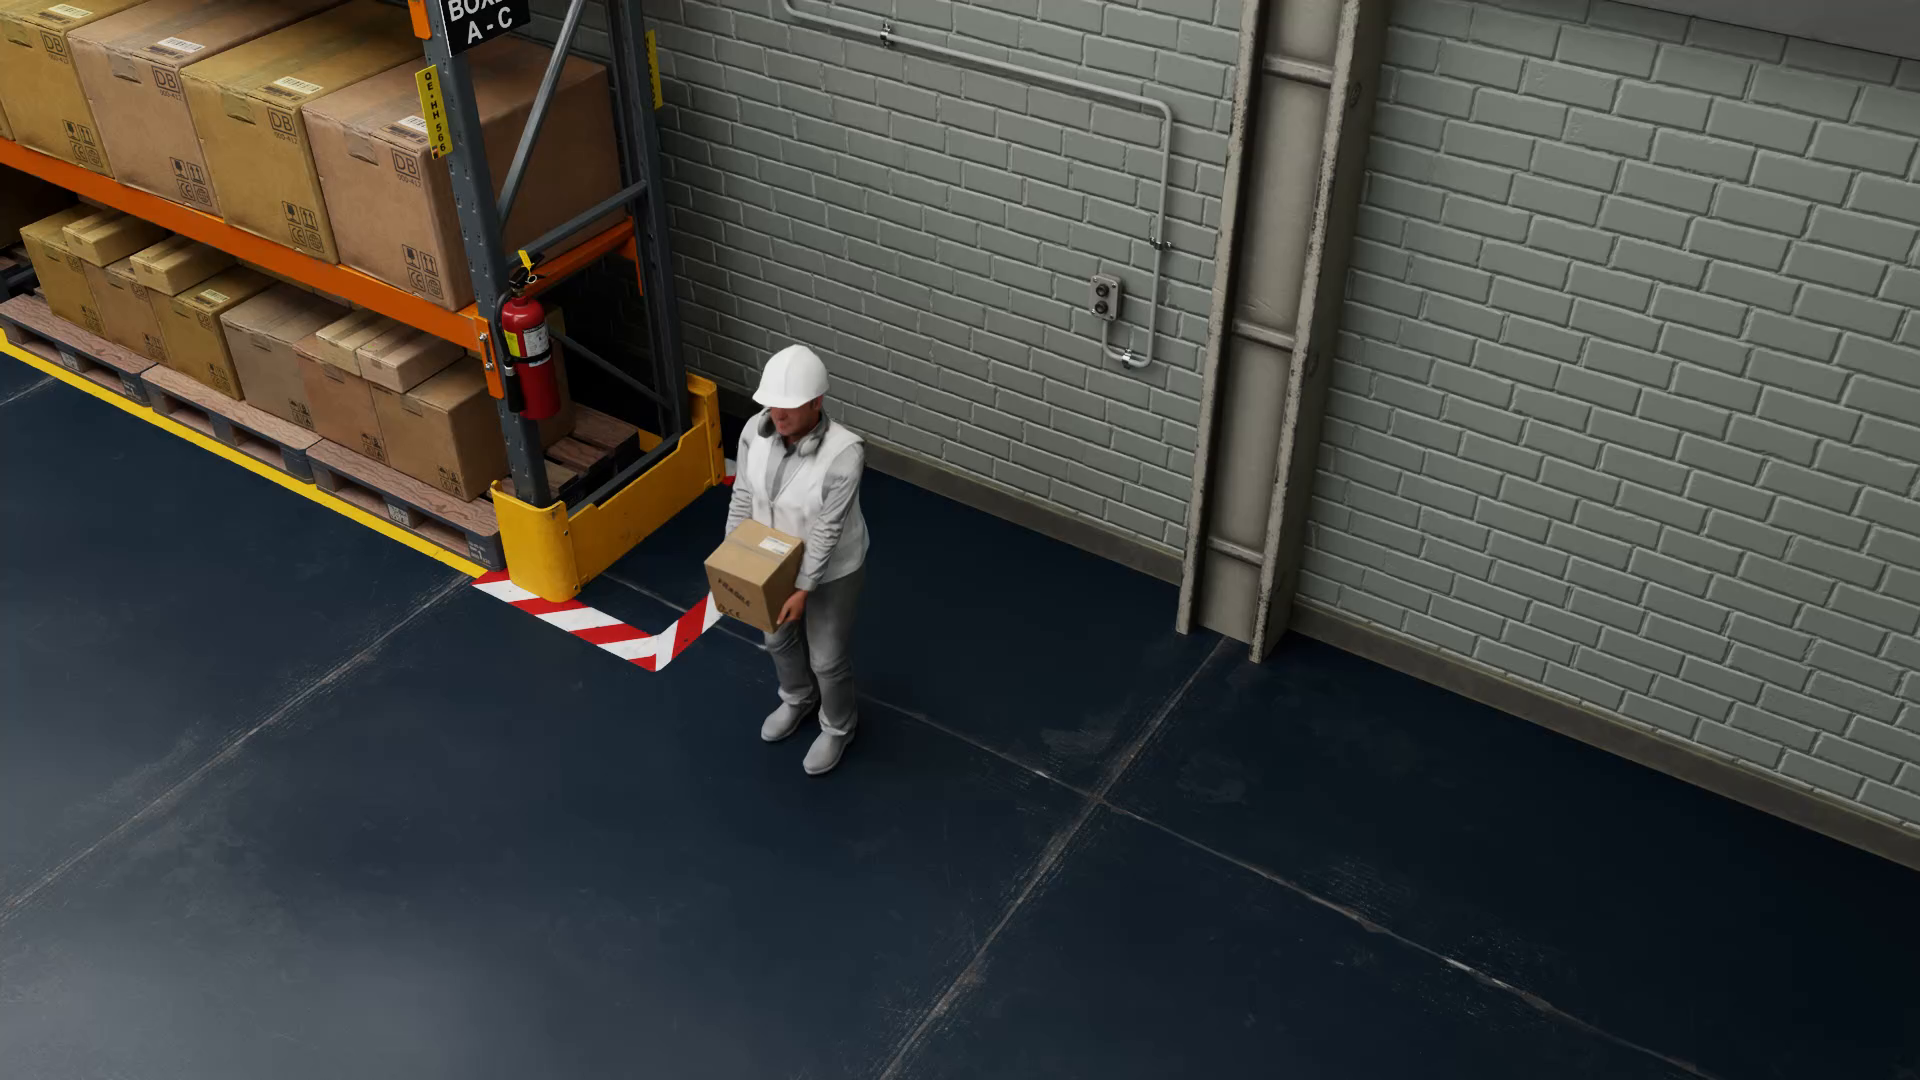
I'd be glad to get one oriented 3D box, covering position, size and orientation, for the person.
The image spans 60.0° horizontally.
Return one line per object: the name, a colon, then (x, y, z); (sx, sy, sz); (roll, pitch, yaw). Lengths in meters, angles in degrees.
person: (-0.586, 0.104, 6.004); (0.494, 1.772, 0.558); (21, 43, 24)
